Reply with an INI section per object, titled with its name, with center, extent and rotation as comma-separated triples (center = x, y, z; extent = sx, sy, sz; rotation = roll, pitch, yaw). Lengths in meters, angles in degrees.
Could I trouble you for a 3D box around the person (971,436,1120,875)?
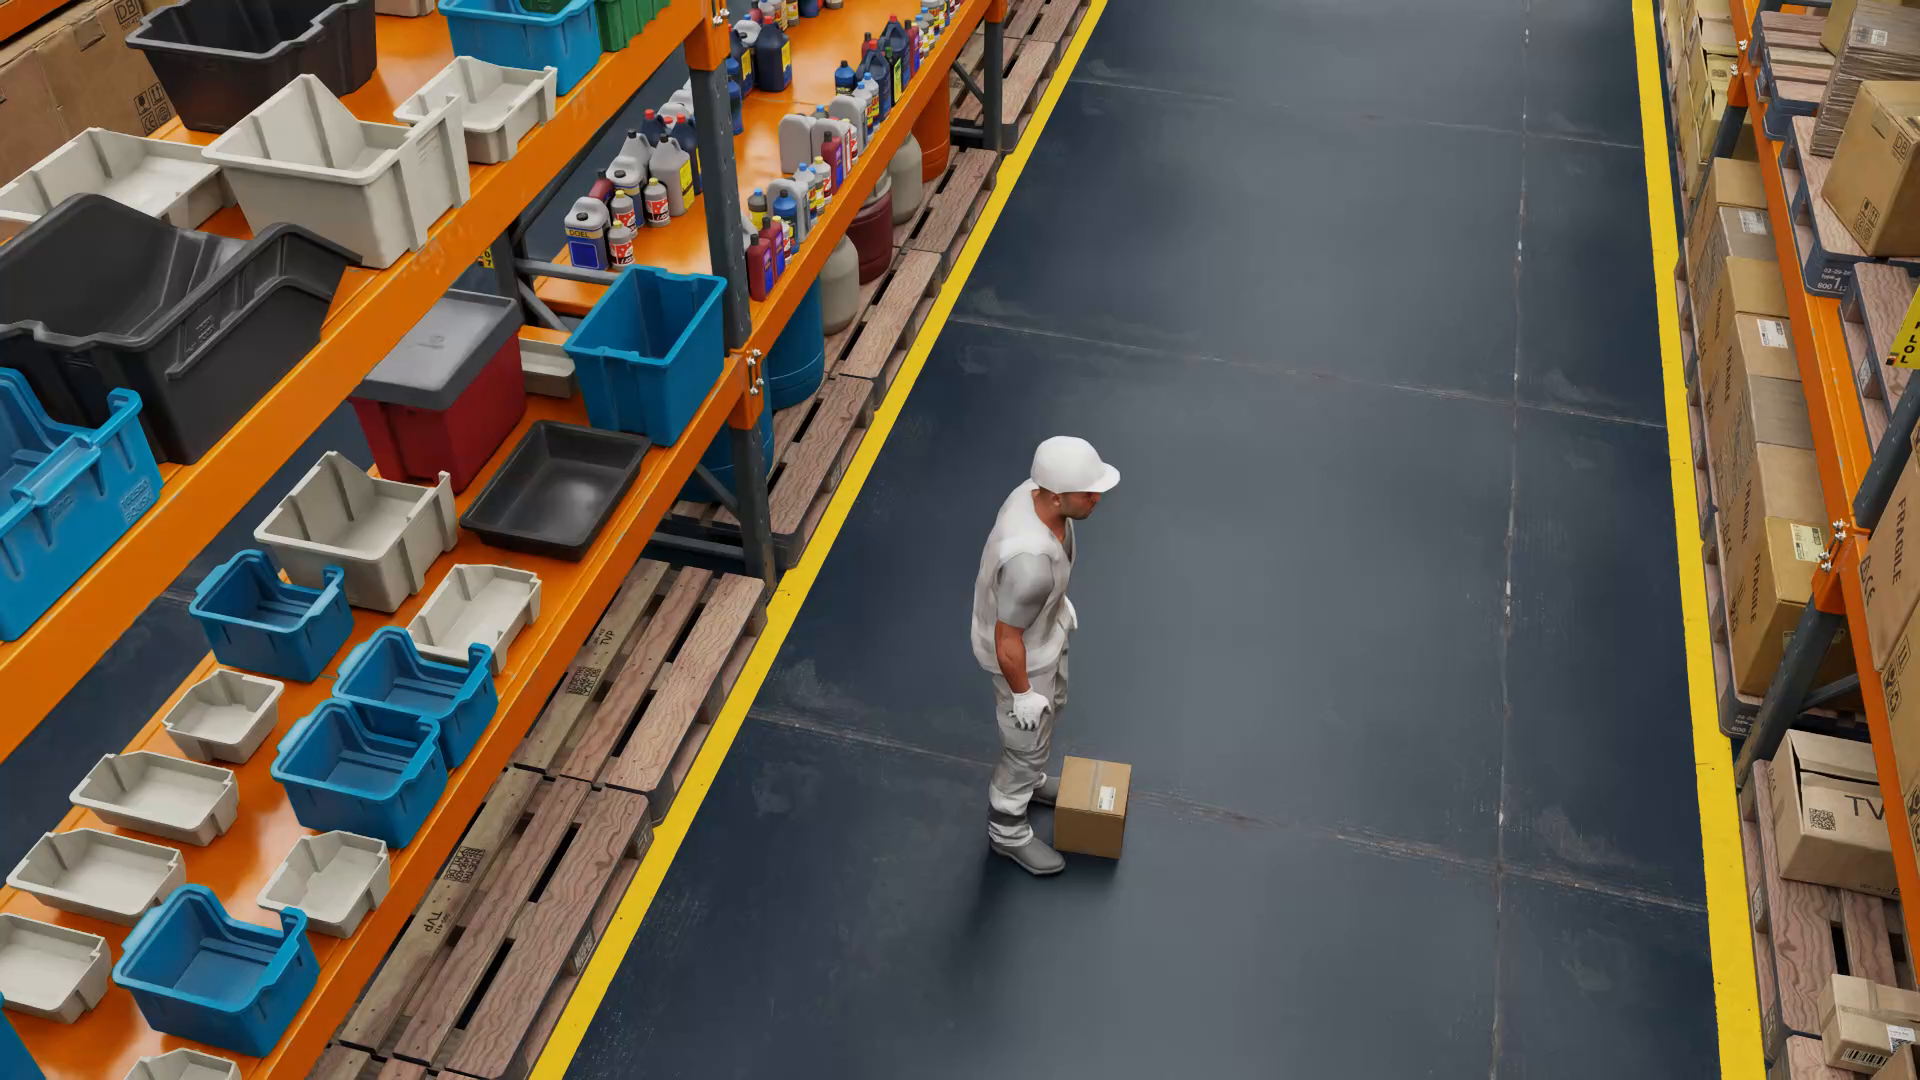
[person]
center = 0.272, 0.374, 5.710
extent = 0.454, 1.779, 0.604
rotation = 10, 42, 11
